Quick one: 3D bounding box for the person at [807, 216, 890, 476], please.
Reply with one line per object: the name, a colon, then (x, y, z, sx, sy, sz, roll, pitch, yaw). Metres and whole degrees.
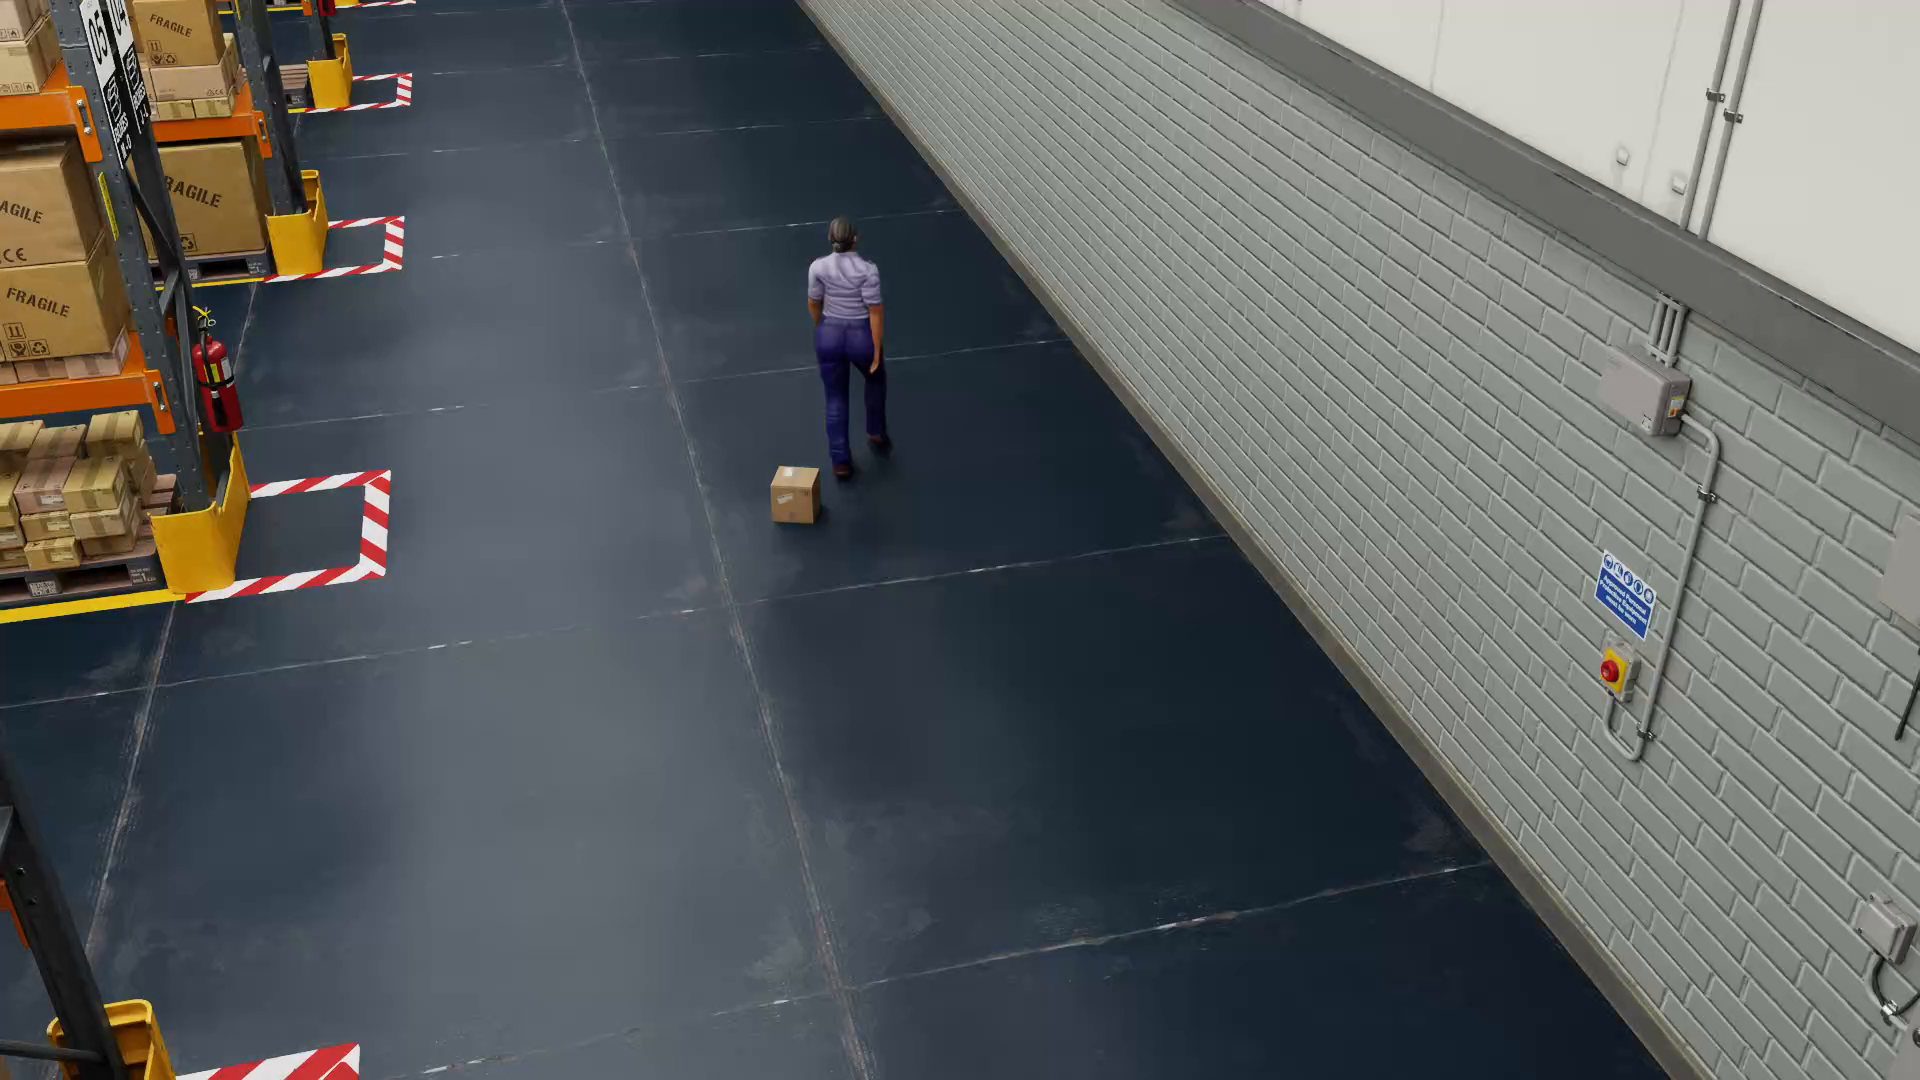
person: (-0.691, -1.230, 10.369, 0.484, 1.691, 0.698, 2, 31, 4)
